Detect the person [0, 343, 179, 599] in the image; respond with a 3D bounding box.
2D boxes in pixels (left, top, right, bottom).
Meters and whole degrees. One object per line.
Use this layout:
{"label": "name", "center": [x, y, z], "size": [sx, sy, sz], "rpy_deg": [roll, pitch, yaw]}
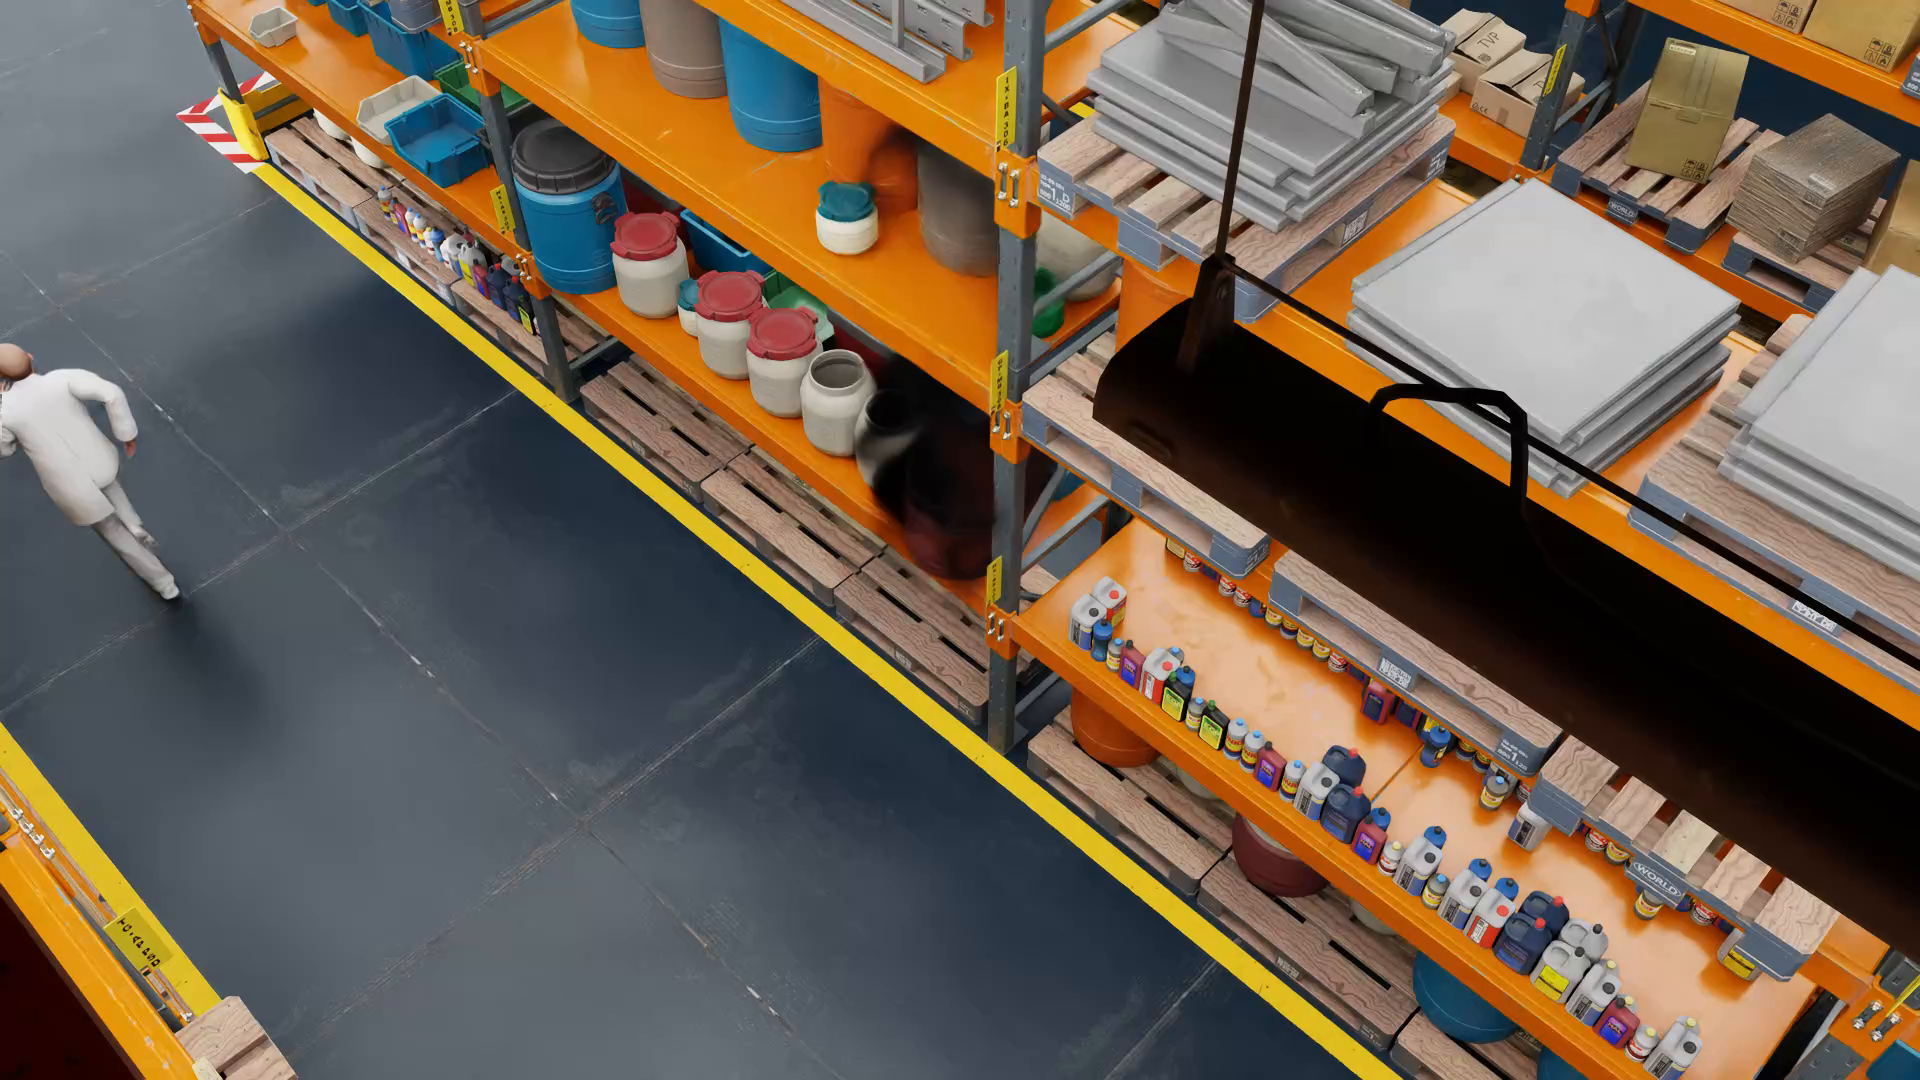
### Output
{"label": "person", "center": [-5.056, -0.418, 9.602], "size": [0.949, 1.707, 0.690], "rpy_deg": [35, 58, 26]}
